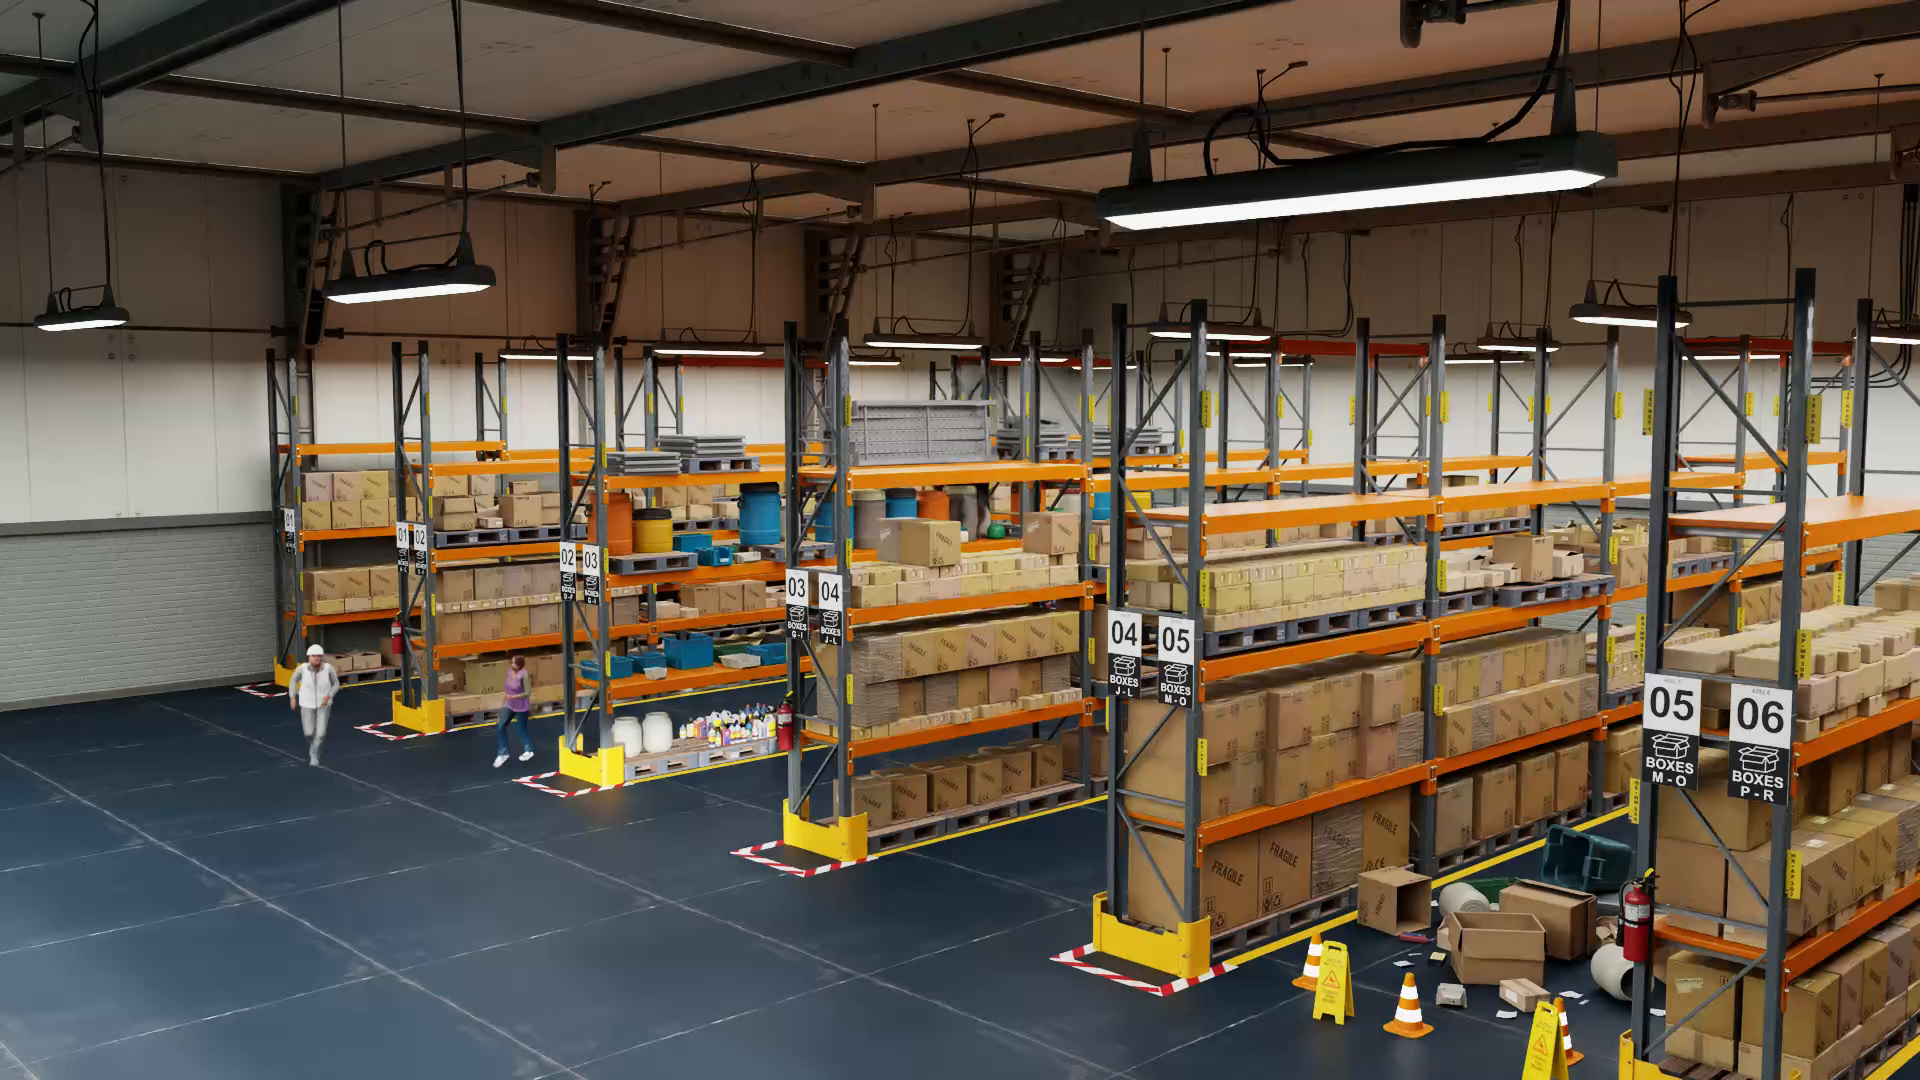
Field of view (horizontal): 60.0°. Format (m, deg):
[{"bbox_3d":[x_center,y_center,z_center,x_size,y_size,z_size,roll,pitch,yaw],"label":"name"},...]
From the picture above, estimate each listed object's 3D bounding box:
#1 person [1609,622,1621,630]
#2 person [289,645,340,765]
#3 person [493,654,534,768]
[{"bbox_3d":[10.048,2.094,25.611,0.969,1.648,0.559,-5,7,-44],"label":"person"},{"bbox_3d":[-9.020,2.301,23.275,0.657,1.711,0.618,-2,5,-24],"label":"person"},{"bbox_3d":[-6.178,2.372,23.231,0.549,1.599,0.728,2,5,24],"label":"person"}]
